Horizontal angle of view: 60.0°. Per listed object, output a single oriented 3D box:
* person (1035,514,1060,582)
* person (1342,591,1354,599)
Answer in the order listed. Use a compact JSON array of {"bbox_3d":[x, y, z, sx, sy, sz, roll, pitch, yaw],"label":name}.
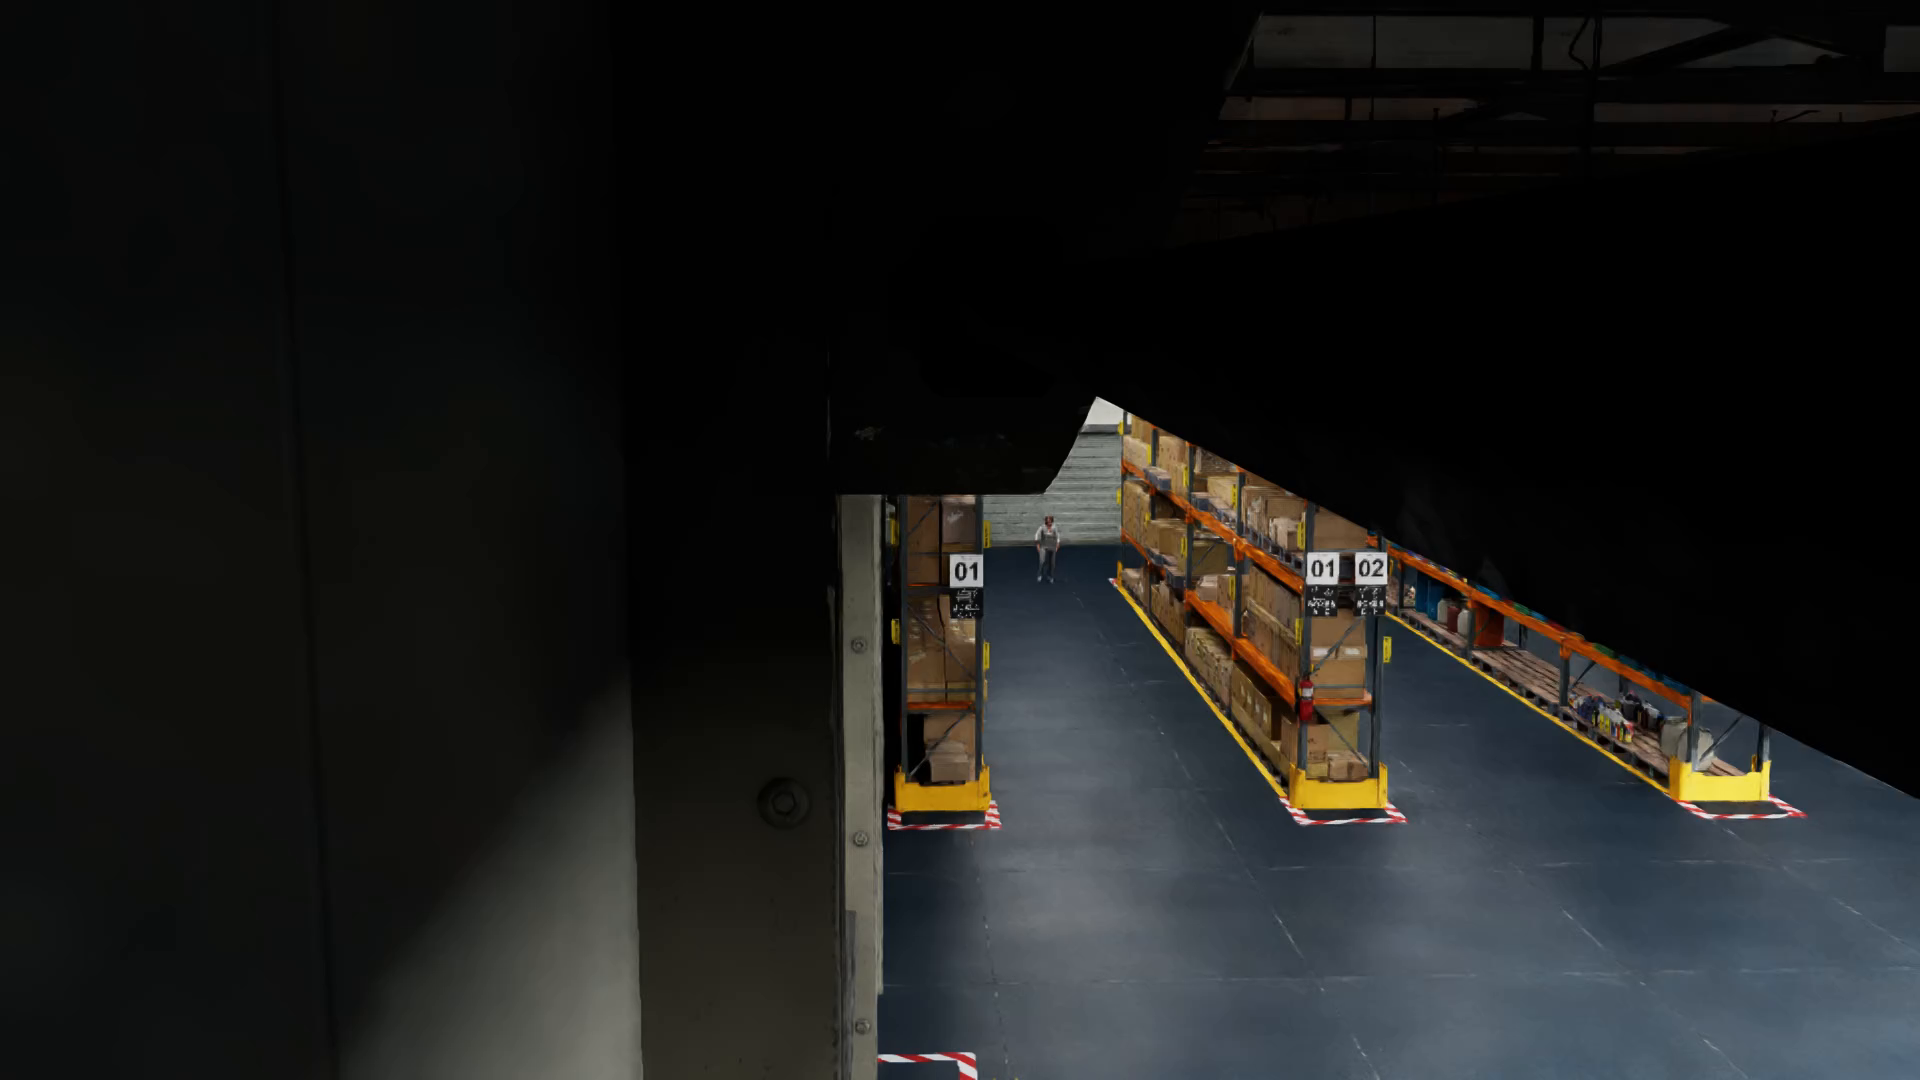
[{"bbox_3d":[1.925,0.178,36.649,0.566,1.541,0.519,-1,8,-5],"label":"person"},{"bbox_3d":[7.145,0.940,31.024,0.536,1.648,1.115,0,8,0],"label":"person"}]
